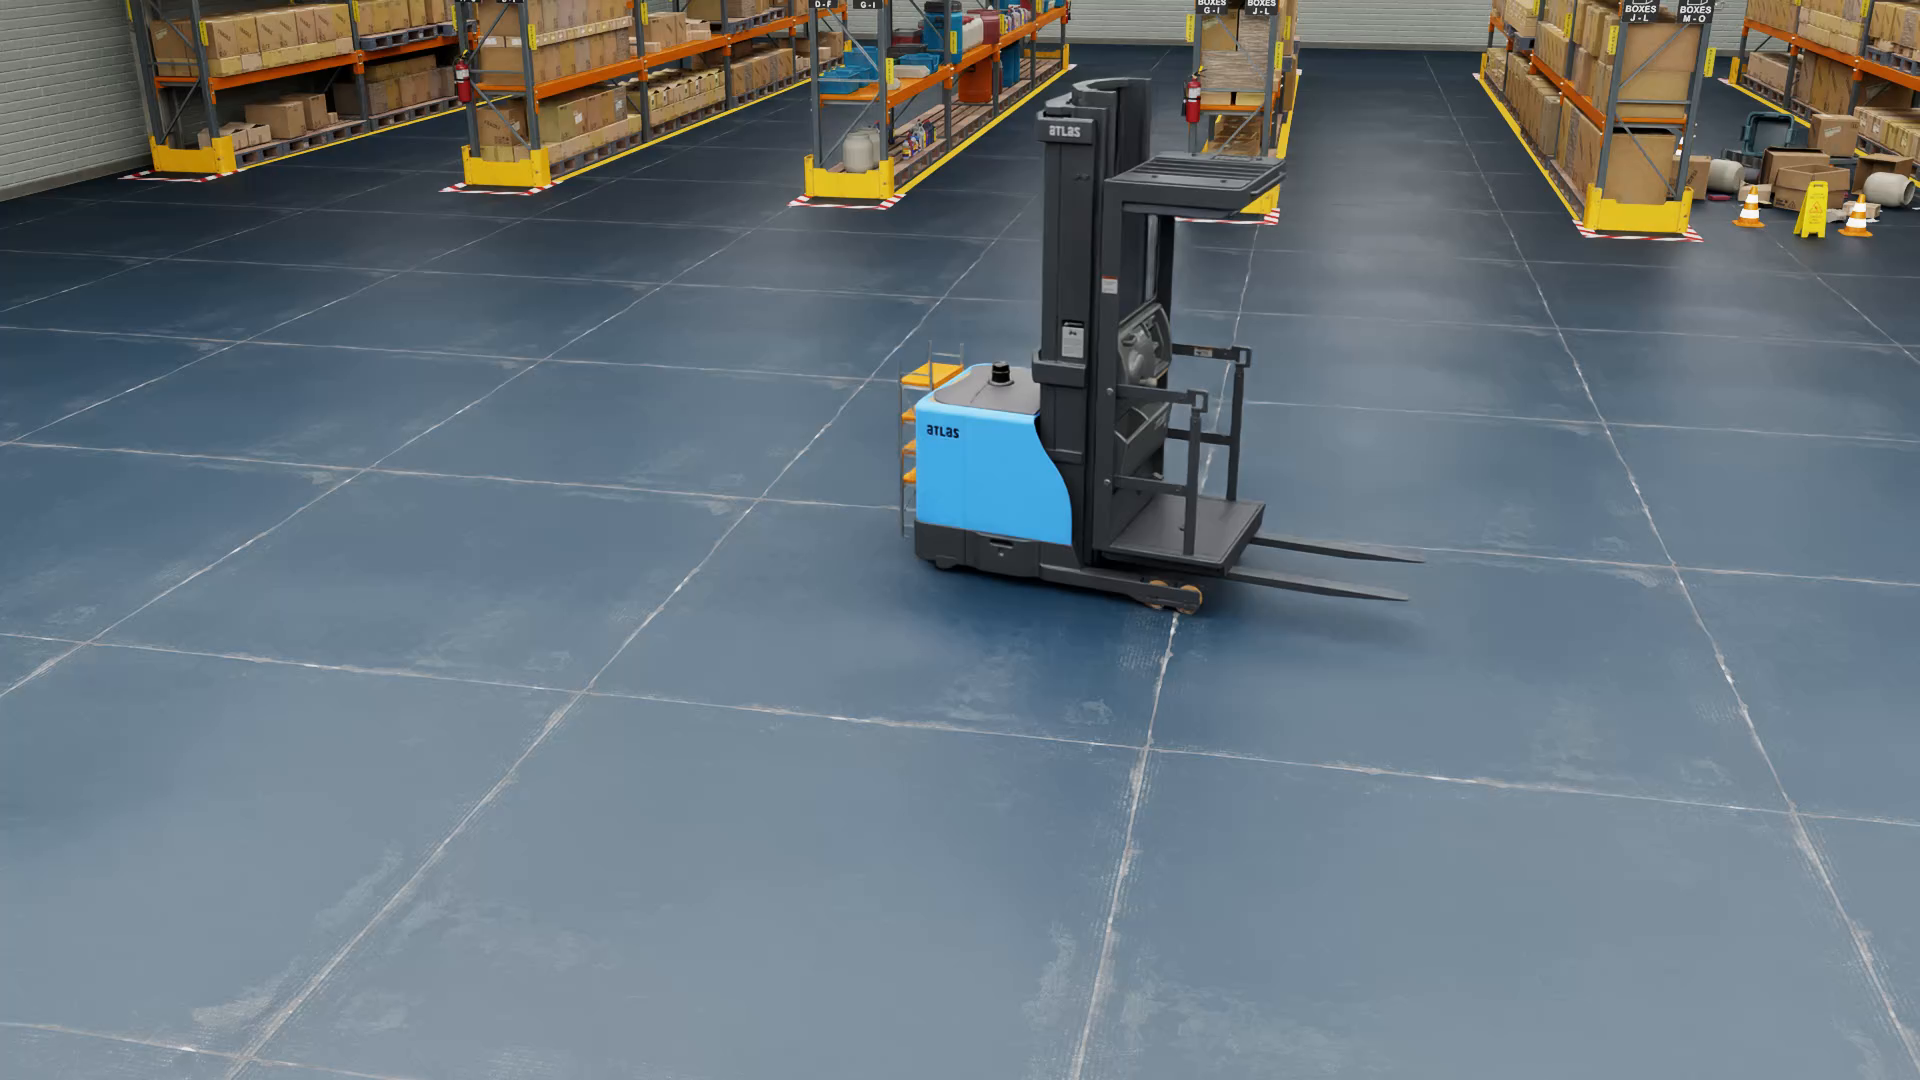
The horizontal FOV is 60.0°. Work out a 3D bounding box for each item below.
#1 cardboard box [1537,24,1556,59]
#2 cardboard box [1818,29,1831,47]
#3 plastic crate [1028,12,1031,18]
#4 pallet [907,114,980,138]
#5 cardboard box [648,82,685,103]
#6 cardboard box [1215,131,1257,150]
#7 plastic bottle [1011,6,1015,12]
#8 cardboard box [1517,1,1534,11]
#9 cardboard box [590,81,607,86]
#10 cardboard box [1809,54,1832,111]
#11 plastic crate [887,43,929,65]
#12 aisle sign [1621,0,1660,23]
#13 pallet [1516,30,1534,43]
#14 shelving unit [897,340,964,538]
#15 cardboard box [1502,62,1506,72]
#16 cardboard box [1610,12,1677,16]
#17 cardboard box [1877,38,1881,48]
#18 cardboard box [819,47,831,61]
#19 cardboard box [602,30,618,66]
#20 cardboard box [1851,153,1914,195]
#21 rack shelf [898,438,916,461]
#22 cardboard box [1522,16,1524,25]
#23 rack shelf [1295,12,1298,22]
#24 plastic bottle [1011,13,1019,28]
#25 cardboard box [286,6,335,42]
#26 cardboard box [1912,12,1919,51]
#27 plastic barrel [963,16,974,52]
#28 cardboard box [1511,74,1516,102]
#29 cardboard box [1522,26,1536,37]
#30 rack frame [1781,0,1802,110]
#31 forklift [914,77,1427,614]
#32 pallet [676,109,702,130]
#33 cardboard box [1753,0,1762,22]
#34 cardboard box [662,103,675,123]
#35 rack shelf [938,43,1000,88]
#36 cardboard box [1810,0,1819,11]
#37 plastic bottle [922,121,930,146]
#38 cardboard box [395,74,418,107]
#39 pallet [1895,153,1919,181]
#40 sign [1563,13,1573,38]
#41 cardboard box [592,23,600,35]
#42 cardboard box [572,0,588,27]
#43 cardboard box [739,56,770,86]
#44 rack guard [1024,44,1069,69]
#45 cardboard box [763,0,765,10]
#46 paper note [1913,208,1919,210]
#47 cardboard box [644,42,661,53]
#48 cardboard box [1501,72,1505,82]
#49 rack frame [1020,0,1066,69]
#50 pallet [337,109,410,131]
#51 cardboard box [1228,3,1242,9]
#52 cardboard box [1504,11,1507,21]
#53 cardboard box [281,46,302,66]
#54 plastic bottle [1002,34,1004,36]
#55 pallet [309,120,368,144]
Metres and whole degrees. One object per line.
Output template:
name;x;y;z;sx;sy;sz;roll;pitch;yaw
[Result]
cardboard box;9.409;-7.845;26.184;0.500;0.500;0.500;4;22;10
cardboard box;14.865;-8.483;28.102;0.500;0.250;0.500;4;22;10
plastic crate;1.233;-10.449;33.055;0.396;0.136;0.243;4;22;11
pallet;-0.265;-6.902;27.710;1.003;0.211;1.213;4;22;11
cardboard box;-4.943;-7.521;27.881;0.500;0.311;0.500;4;22;9
cardboard box;3.777;-5.329;22.854;0.500;0.500;0.500;7;23;16
plastic bottle;0.990;-10.011;31.762;0.144;0.351;0.185;4;22;11
cardboard box;9.783;-9.170;28.584;0.380;0.149;0.250;6;23;14
cardboard box;-5.884;-6.959;26.231;0.500;0.500;0.500;4;22;11
cardboard box;15.323;-7.896;28.727;0.875;0.875;0.875;5;22;12
plastic crate;-0.866;-7.248;24.917;0.767;0.338;0.504;4;22;11
aisle sign;7.925;-6.406;19.264;0.394;0.787;0.004;4;22;11
pallet;10.229;-8.767;28.863;1.003;0.211;1.213;4;22;11
shelving unit;-0.185;-0.649;10.857;0.258;1.200;0.503;9;24;21
cardboard box;10.513;-8.986;31.609;0.380;0.149;0.250;5;22;12
cardboard box;8.616;-6.309;20.856;0.875;0.550;0.550;4;22;11
cardboard box;14.393;-7.661;25.634;0.380;0.149;0.250;3;22;8
cardboard box;-3.127;-10.592;36.229;0.500;0.250;0.500;4;22;11
cardboard box;-5.668;-7.527;25.395;0.700;0.500;0.500;4;22;10
cardboard box;12.365;-4.879;22.295;0.500;0.500;0.500;-16;27;-35
rack shelf;-0.185;-0.586;10.882;0.258;0.148;0.480;9;24;21
cardboard box;9.573;-8.658;27.712;0.380;0.149;0.250;5;23;13
rack shelf;6.255;-10.404;33.635;1.077;0.370;4.000;4;22;11
plastic bottle;1.029;-9.790;31.314;0.152;0.276;0.135;4;22;11
cardboard box;-10.223;-8.122;26.174;0.500;0.500;0.500;4;22;11
cardboard box;13.997;-7.261;23.772;0.500;0.500;0.500;5;23;13
plastic barrel;0.014;-8.281;27.218;0.433;0.535;0.433;0;22;0
cardboard box;10.071;-7.990;29.462;0.500;0.500;0.500;5;22;12
cardboard box;9.516;-8.422;27.525;0.380;0.149;0.250;5;22;12
rack frame;15.548;-9.251;29.809;1.000;3.000;0.127;4;22;11
forklift;1.279;-1.149;9.784;3.031;2.935;1.130;9;24;21
pallet;-5.124;-7.264;28.607;1.003;0.211;1.213;4;22;11
cardboard box;15.910;-10.420;32.576;0.500;0.500;0.500;4;22;10
cardboard box;-5.052;-7.072;27.517;0.500;0.250;0.500;5;22;12
rack shelf;-0.226;-7.856;27.308;1.077;0.370;4.000;4;22;11
cardboard box;15.100;-9.434;28.791;0.500;0.500;0.500;4;22;11
plastic bottle;-0.523;-6.106;24.956;0.144;0.351;0.185;3;22;8
cardboard box;-9.999;-7.905;29.223;0.700;0.500;0.500;5;22;12
pallet;14.073;-5.317;23.772;1.003;0.211;1.213;4;22;11
sign;8.516;-7.204;23.281;0.100;0.325;0.005;4;22;11
cardboard box;-5.589;-7.604;24.718;0.380;0.149;0.250;5;22;12
cardboard box;-5.874;-7.772;24.266;0.700;0.500;0.500;4;22;11
cardboard box;-3.984;-9.056;32.080;0.500;0.500;0.500;4;22;9
rack guard;1.806;-10.697;36.745;1.175;0.500;0.348;4;22;11
cardboard box;-4.244;-10.592;32.441;0.700;0.500;0.500;8;23;19
paper note;12.379;-4.270;21.416;0.142;0.019;0.148;-3;22;-8
cardboard box;-5.102;-8.029;27.111;0.380;0.149;0.250;4;22;11
cardboard box;10.435;-8.741;31.399;0.380;0.149;0.250;5;22;12
rack frame;1.814;-11.847;36.254;1.000;3.000;0.127;4;22;11
pallet;-10.176;-7.205;28.461;1.003;0.211;1.213;4;22;11
cardboard box;3.365;-6.669;21.528;0.500;0.500;0.500;4;22;11
cardboard box;10.151;-9.561;30.352;0.380;0.149;0.250;3;22;8
cardboard box;-10.432;-7.406;25.402;0.500;0.250;0.500;5;22;11
plastic bottle;0.753;-9.215;29.876;0.061;0.283;0.133;4;22;11
pallet;-10.435;-6.672;27.137;1.003;0.211;1.213;4;22;11
